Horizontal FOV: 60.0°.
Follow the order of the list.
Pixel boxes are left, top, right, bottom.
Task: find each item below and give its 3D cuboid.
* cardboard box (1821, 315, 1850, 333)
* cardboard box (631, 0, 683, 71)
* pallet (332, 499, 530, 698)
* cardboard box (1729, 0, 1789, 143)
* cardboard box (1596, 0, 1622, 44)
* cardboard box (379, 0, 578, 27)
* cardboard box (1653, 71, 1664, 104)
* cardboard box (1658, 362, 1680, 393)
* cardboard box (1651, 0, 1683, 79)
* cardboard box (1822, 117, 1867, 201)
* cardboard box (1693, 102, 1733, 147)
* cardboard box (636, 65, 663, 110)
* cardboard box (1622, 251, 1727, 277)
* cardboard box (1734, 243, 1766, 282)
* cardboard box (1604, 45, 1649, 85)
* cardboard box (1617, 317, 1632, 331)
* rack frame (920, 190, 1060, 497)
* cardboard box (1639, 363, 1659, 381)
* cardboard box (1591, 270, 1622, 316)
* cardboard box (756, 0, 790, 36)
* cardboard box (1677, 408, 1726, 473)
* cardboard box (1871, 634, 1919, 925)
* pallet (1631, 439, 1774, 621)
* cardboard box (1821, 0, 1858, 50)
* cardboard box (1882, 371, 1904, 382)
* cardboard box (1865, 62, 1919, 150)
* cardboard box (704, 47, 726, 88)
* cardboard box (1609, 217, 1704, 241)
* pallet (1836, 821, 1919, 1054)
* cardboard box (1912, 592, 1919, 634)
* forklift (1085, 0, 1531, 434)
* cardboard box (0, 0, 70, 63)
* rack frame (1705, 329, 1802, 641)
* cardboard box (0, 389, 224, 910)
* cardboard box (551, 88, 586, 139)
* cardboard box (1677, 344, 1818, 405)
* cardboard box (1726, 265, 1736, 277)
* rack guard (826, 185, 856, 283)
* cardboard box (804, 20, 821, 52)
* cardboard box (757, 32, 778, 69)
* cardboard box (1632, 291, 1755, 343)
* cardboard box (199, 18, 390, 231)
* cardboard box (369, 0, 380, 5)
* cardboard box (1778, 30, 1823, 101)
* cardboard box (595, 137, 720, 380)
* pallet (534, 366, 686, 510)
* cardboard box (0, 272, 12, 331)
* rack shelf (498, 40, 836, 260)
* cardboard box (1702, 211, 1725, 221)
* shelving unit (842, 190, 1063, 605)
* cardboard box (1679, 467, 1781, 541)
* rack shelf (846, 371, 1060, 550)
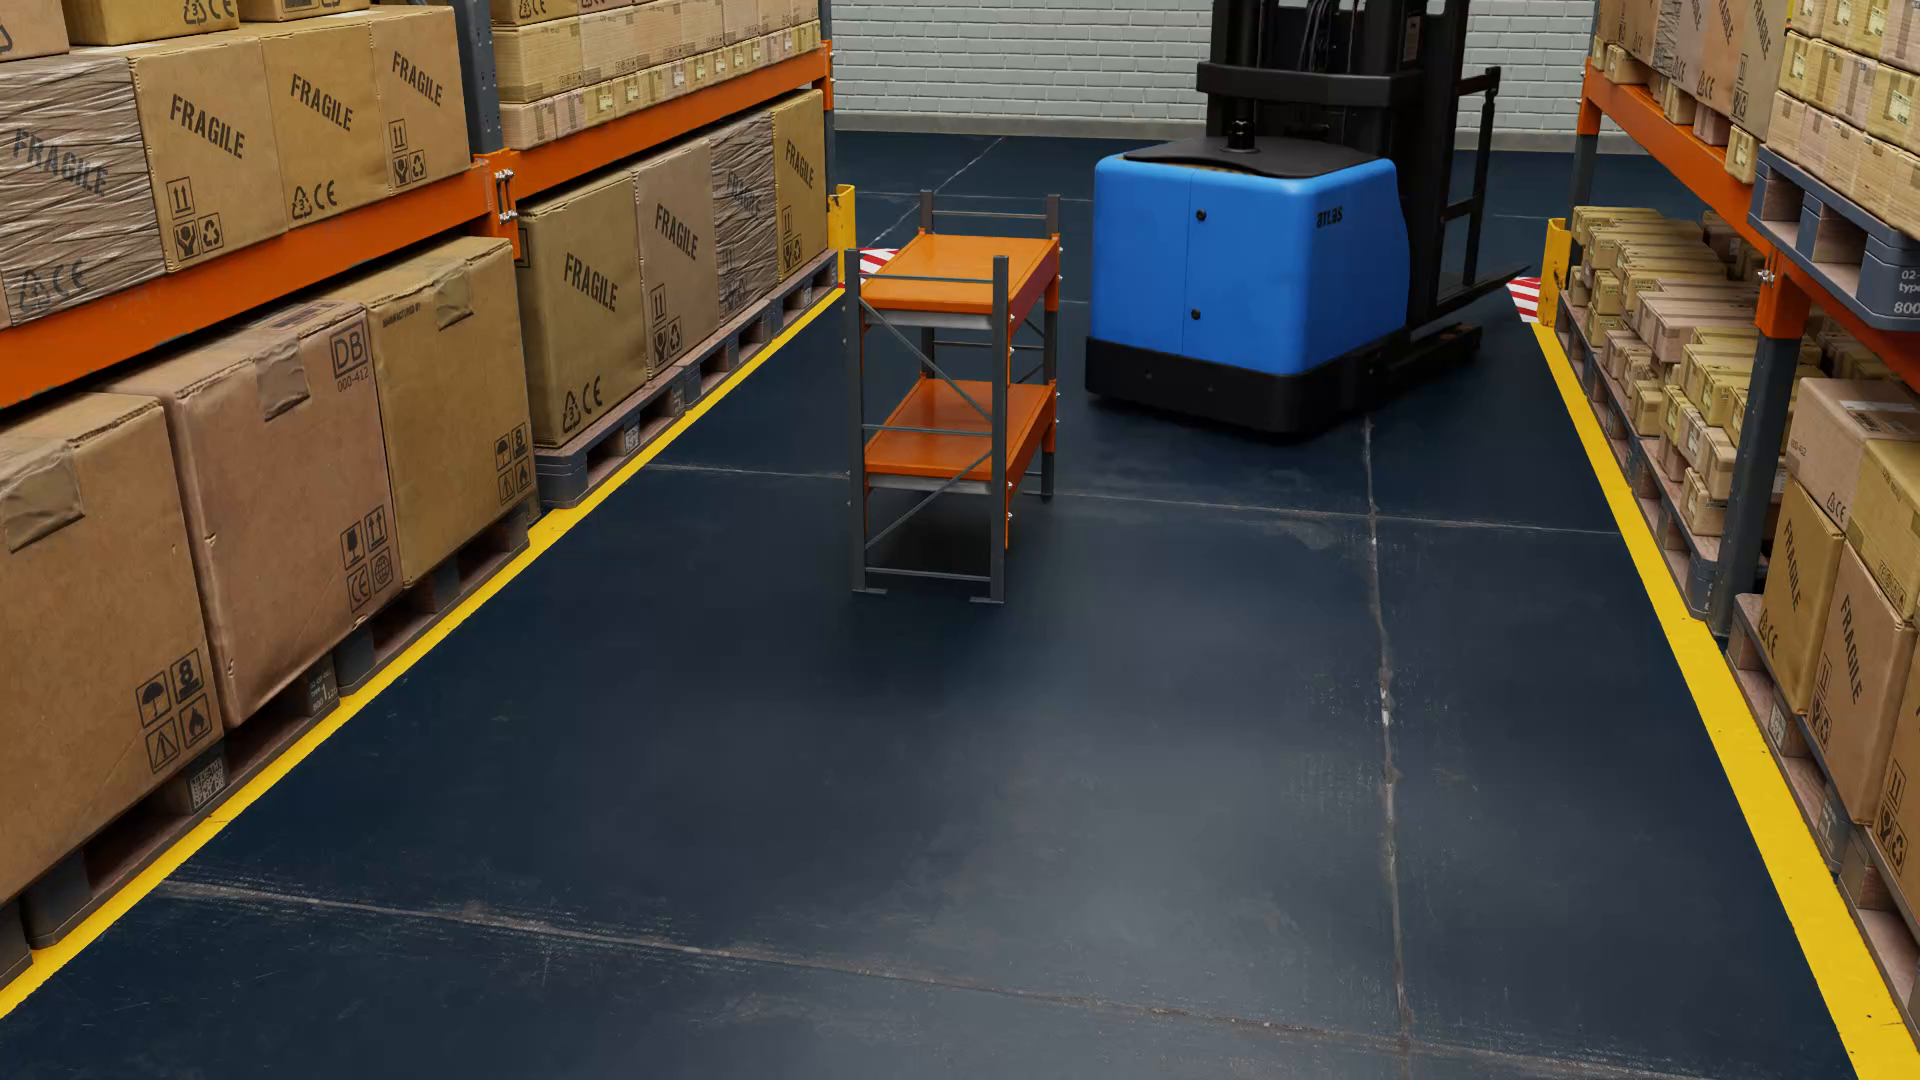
[{"bbox_3d":[3.365,-0.706,6.050,0.380,0.149,0.250,5,22,12],"label":"cardboard box"},{"bbox_3d":[-1.465,-2.078,6.801,0.500,0.250,0.500,5,22,12],"label":"cardboard box"},{"bbox_3d":[-2.107,0.095,5.335,1.003,0.211,1.213,4,22,11],"label":"pallet"},{"bbox_3d":[2.633,-1.454,4.917,0.500,0.500,0.500,4,22,11],"label":"cardboard box"},{"bbox_3d":[3.265,-2.575,7.701,0.500,0.500,0.500,6,23,13],"label":"cardboard box"},{"bbox_3d":[-1.676,-2.058,5.748,0.500,0.500,0.500,4,22,11],"label":"cardboard box"},{"bbox_3d":[3.046,-1.843,6.751,0.380,0.149,0.250,4,22,10],"label":"cardboard box"},{"bbox_3d":[2.825,-0.599,6.182,0.380,0.149,0.250,5,22,12],"label":"cardboard box"},{"bbox_3d":[2.971,-2.013,6.304,0.500,0.500,0.500,4,22,10],"label":"cardboard box"},{"bbox_3d":[2.175,-0.848,3.717,0.380,0.149,0.250,5,22,11],"label":"cardboard box"},{"bbox_3d":[2.802,-1.467,5.817,0.380,0.149,0.250,3,22,9],"label":"cardboard box"},{"bbox_3d":[-1.427,-1.835,6.731,0.380,0.149,0.250,4,22,10],"label":"cardboard box"},{"bbox_3d":[3.037,-1.127,7.094,0.380,0.149,0.250,5,23,13],"label":"cardboard box"},{"bbox_3d":[3.617,-1.188,7.245,0.380,0.149,0.250,4,22,9],"label":"cardboard box"},{"bbox_3d":[3.122,-2.134,7.472,0.380,0.149,0.250,4,22,9],"label":"cardboard box"},{"bbox_3d":[3.072,-0.860,7.229,0.380,0.149,0.250,5,22,11],"label":"cardboard box"},{"bbox_3d":[0.105,-0.710,6.111,0.500,1.125,0.032,4,22,11],"label":"rack frame"},{"bbox_3d":[2.888,-0.582,6.537,0.380,0.149,0.250,5,22,12],"label":"cardboard box"},{"bbox_3d":[3.036,-1.095,7.413,0.380,0.149,0.250,5,23,13],"label":"cardboard box"},{"bbox_3d":[-1.151,-2.635,8.183,0.500,0.250,0.500,4,22,10],"label":"cardboard box"},{"bbox_3d":[2.607,-0.321,5.491,0.380,0.149,0.250,3,22,8],"label":"cardboard box"},{"bbox_3d":[2.201,0.530,3.307,0.500,0.500,0.500,5,22,12],"label":"cardboard box"},{"bbox_3d":[2.914,-0.026,5.636,1.003,0.211,1.213,4,22,11],"label":"pallet"},{"bbox_3d":[2.230,-1.214,3.831,0.380,0.149,0.250,5,22,12],"label":"cardboard box"},{"bbox_3d":[3.199,-0.426,5.354,0.380,0.149,0.250,6,23,14],"label":"cardboard box"},{"bbox_3d":[2.125,-0.894,3.434,0.380,0.149,0.250,4,22,9],"label":"cardboard box"},{"bbox_3d":[-1.270,-2.118,7.435,0.380,0.149,0.250,5,22,12],"label":"cardboard box"},{"bbox_3d":[3.249,-1.407,7.789,0.380,0.149,0.250,5,22,12],"label":"cardboard box"},{"bbox_3d":[2.407,0.955,3.201,1.003,0.211,1.213,4,22,11],"label":"pallet"},{"bbox_3d":[2.187,0.177,3.180,0.500,0.250,0.500,5,23,13],"label":"cardboard box"},{"bbox_3d":[1.863,-2.274,7.577,1.130,2.935,3.031,17,27,35],"label":"forklift"},{"bbox_3d":[-2.409,-1.285,3.553,0.797,0.503,0.637,5,23,13],"label":"cardboard box"},{"bbox_3d":[2.811,-1.071,4.498,1.000,3.000,0.127,4,22,11],"label":"rack frame"},{"bbox_3d":[-2.489,0.191,3.646,1.225,0.875,0.875,5,22,11],"label":"cardboard box"},{"bbox_3d":[-1.584,-1.549,6.020,0.380,0.149,0.250,4,22,9],"label":"cardboard box"},{"bbox_3d":[2.686,-0.558,5.681,0.380,0.149,0.250,4,22,10],"label":"cardboard box"},{"bbox_3d":[3.695,-1.140,7.524,0.380,0.149,0.250,4,22,9],"label":"cardboard box"},{"bbox_3d":[-1.203,-1.799,9.650,1.175,0.500,0.348,4,22,11],"label":"rack guard"},{"bbox_3d":[-0.958,-2.677,8.823,0.380,0.149,0.250,5,22,12],"label":"cardboard box"},{"bbox_3d":[-1.114,-2.399,8.131,0.380,0.149,0.250,5,22,12],"label":"cardboard box"},{"bbox_3d":[2.823,-0.852,6.412,0.380,0.149,0.250,4,22,9],"label":"cardboard box"},{"bbox_3d":[-1.960,-1.160,4.586,0.500,0.500,0.500,5,23,13],"label":"cardboard box"},{"bbox_3d":[-2.192,-2.091,5.829,0.500,0.500,0.500,5,22,12],"label":"cardboard box"},{"bbox_3d":[2.281,-1.179,4.141,0.380,0.149,0.250,5,22,12],"label":"cardboard box"},{"bbox_3d":[-1.627,-1.260,7.249,0.875,0.875,0.875,4,22,11],"label":"cardboard box"},{"bbox_3d":[-1.792,-0.465,6.726,1.003,0.211,1.213,4,22,11],"label":"pallet"},{"bbox_3d":[-2.270,-0.603,3.203,0.500,0.500,0.500,4,22,10],"label":"cardboard box"},{"bbox_3d":[-1.616,-1.884,7.480,1.077,0.370,4.000,4,22,11],"label":"rack shelf"},{"bbox_3d":[3.767,-1.470,7.945,0.380,0.149,0.250,5,22,12],"label":"cardboard box"},{"bbox_3d":[0.001,-0.524,5.650,0.538,1.125,1.048,4,22,11],"label":"shelving unit"},{"bbox_3d":[2.558,-0.113,5.373,0.380,0.149,0.250,5,22,12],"label":"cardboard box"},{"bbox_3d":[0.001,-0.297,5.741,0.538,0.278,1.000,4,22,11],"label":"rack shelf"}]
